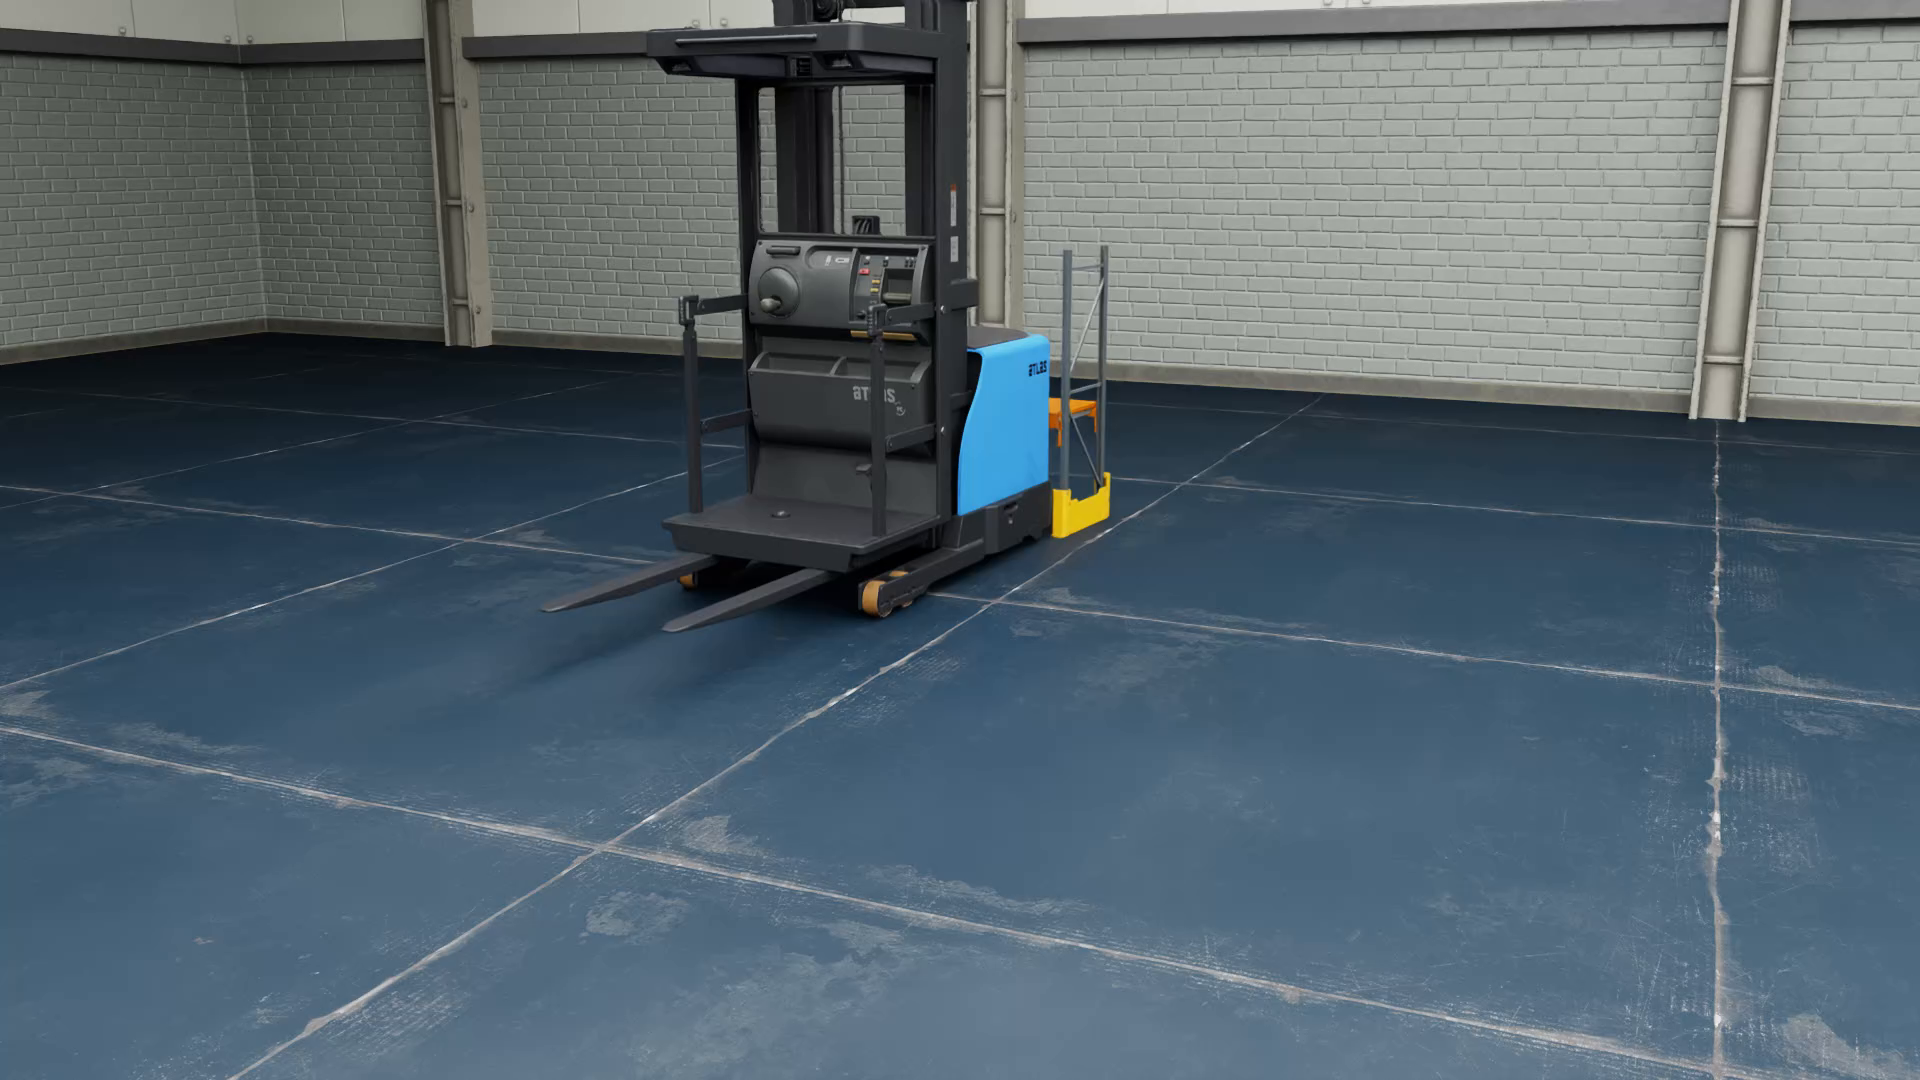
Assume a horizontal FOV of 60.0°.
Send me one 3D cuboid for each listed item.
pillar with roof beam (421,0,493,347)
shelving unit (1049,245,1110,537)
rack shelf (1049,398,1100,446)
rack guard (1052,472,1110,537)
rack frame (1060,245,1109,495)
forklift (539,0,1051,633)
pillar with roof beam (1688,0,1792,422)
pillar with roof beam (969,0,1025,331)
[{"bbox_3d":[-6.903,-5.534,12.640,0.400,9.000,9.100,6,14,23],"label":"pillar with roof beam"},{"bbox_3d":[0.229,-0.864,9.151,1.083,1.500,0.587,7,15,29],"label":"shelving unit"},{"bbox_3d":[0.221,-0.690,9.197,1.000,0.185,0.538,7,15,29],"label":"rack shelf"},{"bbox_3d":[0.663,-0.199,9.055,0.087,0.250,0.587,7,15,29],"label":"rack guard"},{"bbox_3d":[0.664,-0.808,8.913,0.032,1.500,0.500,7,15,29],"label":"rack frame"},{"bbox_3d":[-0.663,-1.203,7.465,1.130,2.935,3.031,7,15,27],"label":"forklift"},{"bbox_3d":[4.069,-4.423,7.908,0.400,9.000,9.100,6,14,23],"label":"pillar with roof beam"},{"bbox_3d":[-1.417,-4.979,10.274,0.400,9.000,9.100,6,14,23],"label":"pillar with roof beam"}]
